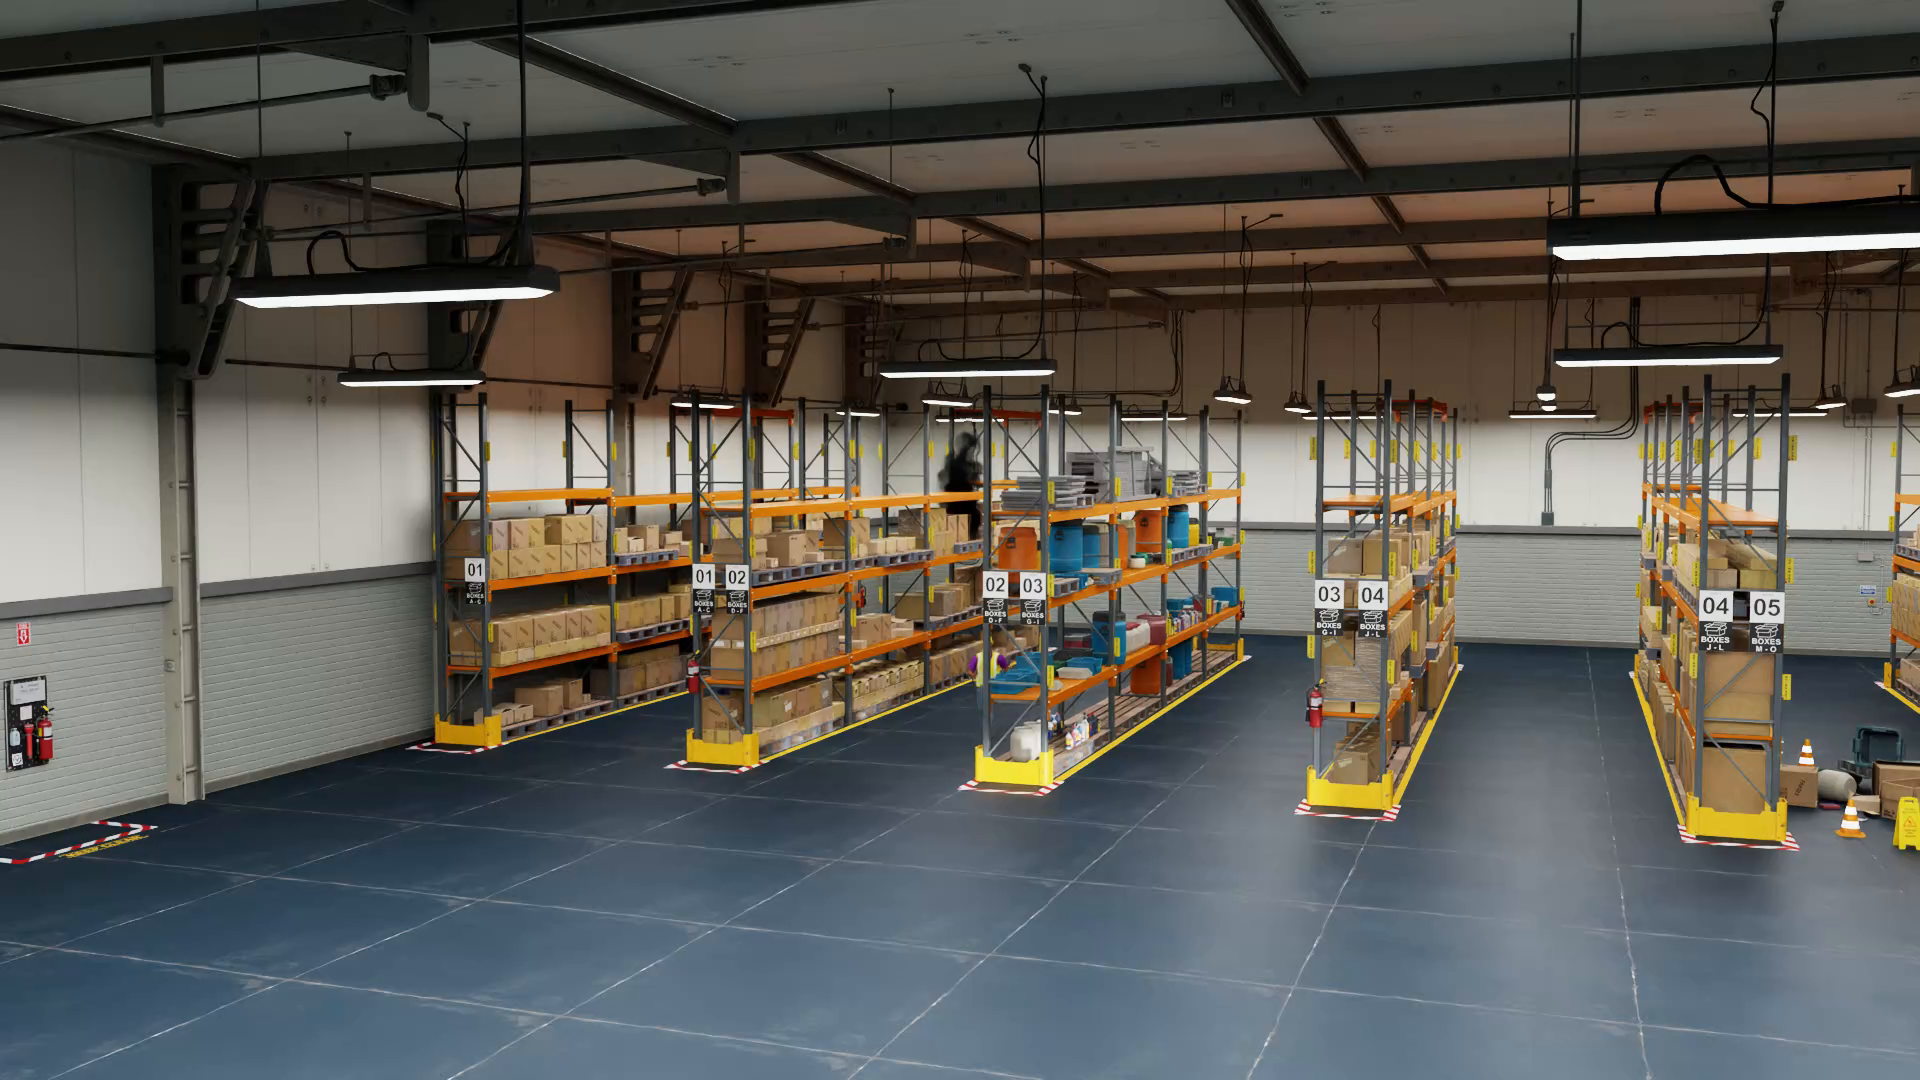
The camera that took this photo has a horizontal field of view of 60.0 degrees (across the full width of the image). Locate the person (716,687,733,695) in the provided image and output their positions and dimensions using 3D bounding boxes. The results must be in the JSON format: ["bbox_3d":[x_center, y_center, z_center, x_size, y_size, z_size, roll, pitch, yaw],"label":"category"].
[{"bbox_3d":[-4.404,2.551,31.651,0.606,1.597,0.799,1,3,14],"label":"person"}]

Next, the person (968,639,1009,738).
[{"bbox_3d":[0.489,2.570,29.200,0.709,1.740,0.804,1,3,12],"label":"person"}]
